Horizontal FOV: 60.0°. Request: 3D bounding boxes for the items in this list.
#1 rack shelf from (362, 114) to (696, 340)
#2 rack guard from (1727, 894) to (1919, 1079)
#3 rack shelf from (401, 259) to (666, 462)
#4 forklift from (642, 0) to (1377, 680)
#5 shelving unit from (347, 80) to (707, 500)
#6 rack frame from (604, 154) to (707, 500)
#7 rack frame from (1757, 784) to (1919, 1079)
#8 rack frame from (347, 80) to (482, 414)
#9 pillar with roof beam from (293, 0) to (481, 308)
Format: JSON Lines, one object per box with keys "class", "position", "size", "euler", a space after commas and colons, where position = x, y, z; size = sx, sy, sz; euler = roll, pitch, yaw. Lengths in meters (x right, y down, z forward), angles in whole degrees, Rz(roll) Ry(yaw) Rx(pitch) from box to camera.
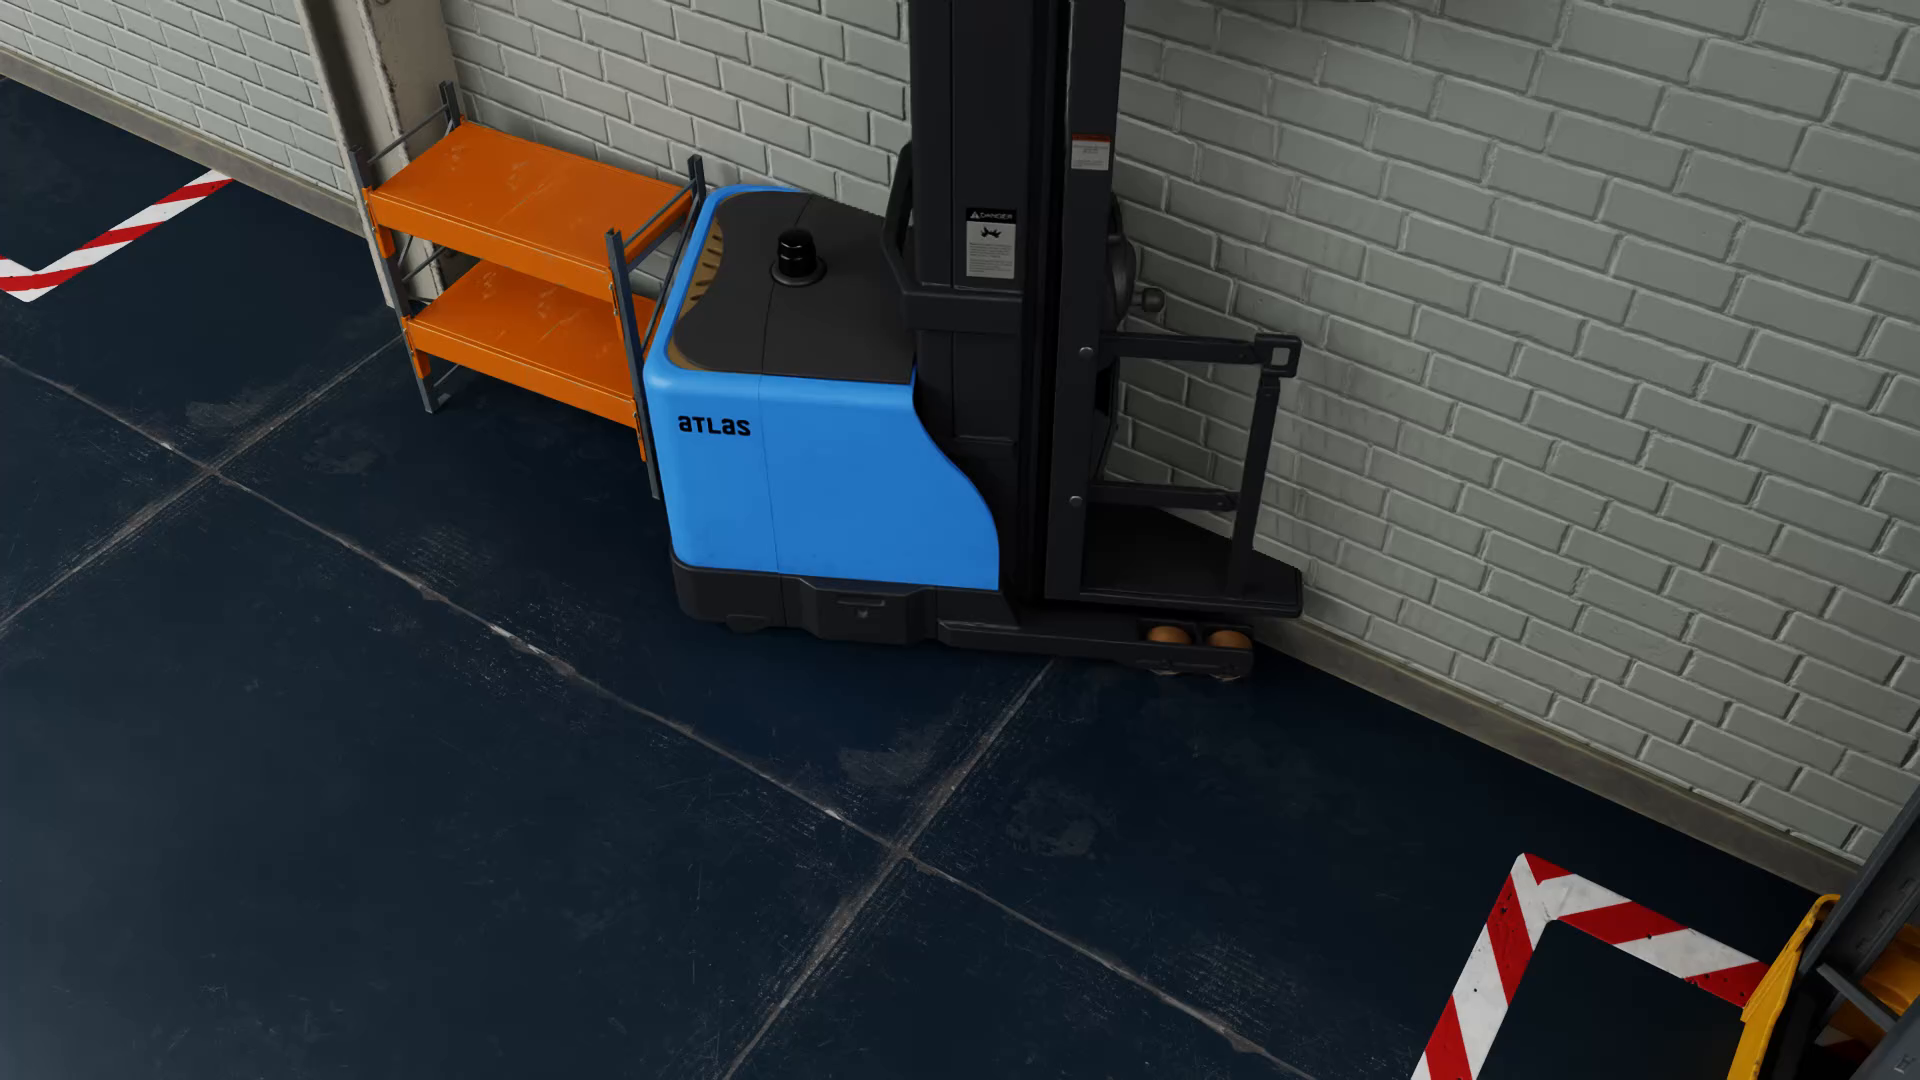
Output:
{"class": "rack shelf", "position": [-1.416, -1.067, 5.594], "size": [1.000, 0.278, 0.538], "euler": [20, 49, 18]}
{"class": "rack guard", "position": [2.005, 1.467, 3.976], "size": [0.348, 0.500, 1.175], "euler": [25, 51, 22]}
{"class": "rack shelf", "position": [-1.416, -0.693, 5.980], "size": [1.000, 0.278, 0.538], "euler": [20, 49, 18]}
{"class": "forklift", "position": [0.624, -0.979, 4.657], "size": [3.031, 2.935, 1.130], "euler": [4, 46, 4]}
{"class": "shelving unit", "position": [-1.416, -0.863, 5.804], "size": [1.048, 1.125, 0.538], "euler": [20, 49, 18]}
{"class": "rack frame", "position": [-0.963, -0.698, 5.644], "size": [0.032, 1.125, 0.500], "euler": [20, 49, 18]}
{"class": "rack frame", "position": [1.941, 0.566, 3.108], "size": [0.127, 3.000, 1.000], "euler": [25, 51, 22]}
{"class": "rack frame", "position": [-1.870, -1.028, 5.965], "size": [0.032, 1.125, 0.500], "euler": [20, 49, 18]}
{"class": "pillar with roof beam", "position": [-4.378, -1.500, 0.933], "size": [0.400, 9.000, 9.100], "euler": [25, 51, 22]}
